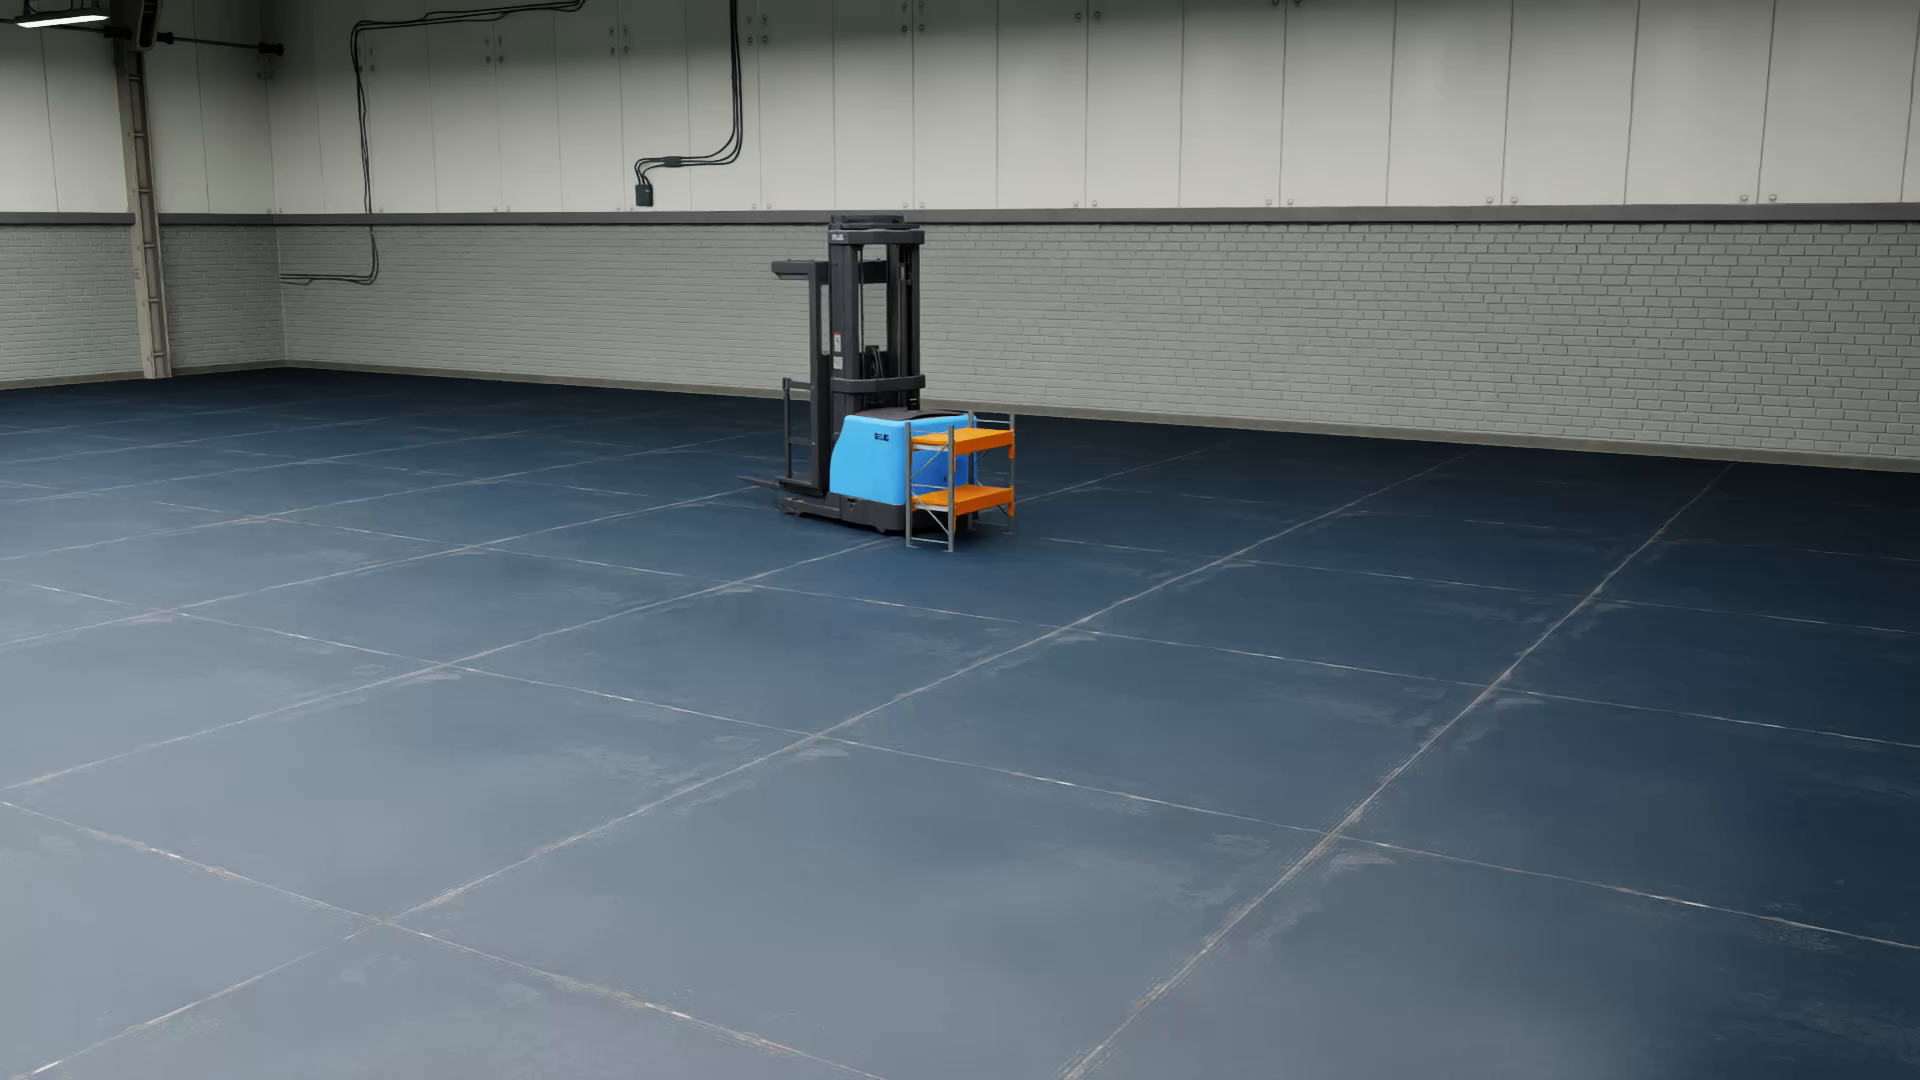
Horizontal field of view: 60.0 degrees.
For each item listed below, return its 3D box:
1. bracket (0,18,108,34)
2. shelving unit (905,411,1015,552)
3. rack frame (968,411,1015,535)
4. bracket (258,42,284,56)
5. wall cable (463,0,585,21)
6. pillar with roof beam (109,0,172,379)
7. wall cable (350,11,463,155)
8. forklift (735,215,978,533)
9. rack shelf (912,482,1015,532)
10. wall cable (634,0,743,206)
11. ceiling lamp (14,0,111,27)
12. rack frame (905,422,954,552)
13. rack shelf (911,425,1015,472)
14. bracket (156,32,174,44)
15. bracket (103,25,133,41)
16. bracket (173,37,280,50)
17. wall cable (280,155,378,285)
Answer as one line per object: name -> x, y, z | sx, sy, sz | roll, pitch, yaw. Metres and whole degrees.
bracket -> -16.619, -8.797, 28.003 | 0.076, 0.066, 4.783 | 6, 12, 31
shelving unit -> 0.012, -0.549, 15.123 | 0.538, 1.125, 1.048 | 7, 13, 33
rack frame -> 0.292, -0.627, 15.540 | 0.500, 1.125, 0.032 | 7, 13, 33
bracket -> -13.620, -9.705, 32.856 | 0.235, 0.232, 0.430 | 6, 12, 31
wall cable -> -7.752, -10.507, 29.271 | 3.097, 2.526, 0.112 | 6, 12, 31
pillar with roof beam -> -11.690, -7.121, 28.832 | 9.100, 9.000, 0.548 | 6, 12, 31
wall cable -> -10.397, -8.567, 31.269 | 3.097, 2.526, 0.112 | 6, 12, 31
forklift -> -1.161, -1.725, 16.498 | 1.130, 2.935, 3.031 | -9, 14, -40
rack shelf -> 0.012, -0.308, 15.168 | 0.538, 0.278, 1.000 | 7, 13, 33
wall cable -> -4.604, -8.631, 27.658 | 2.305, 6.003, 0.169 | 6, 12, 31
ceiling lamp -> -13.316, -9.340, 24.822 | 2.000, 3.185, 0.800 | 6, 12, 31
rack frame -> -0.268, -0.470, 14.706 | 0.500, 1.125, 0.032 | 7, 13, 33
rack shelf -> 0.012, -0.836, 15.069 | 0.538, 0.278, 1.000 | 7, 13, 33
bracket -> -14.850, -9.333, 30.865 | 0.235, 0.232, 0.430 | 6, 12, 31
bracket -> -15.281, -9.202, 30.168 | 0.235, 0.232, 0.430 | 6, 12, 31
bracket -> -13.926, -9.613, 32.360 | 0.076, 0.066, 3.189 | 6, 12, 31
wall cable -> -12.709, -6.343, 33.114 | 3.097, 2.526, 0.112 | 6, 12, 31
